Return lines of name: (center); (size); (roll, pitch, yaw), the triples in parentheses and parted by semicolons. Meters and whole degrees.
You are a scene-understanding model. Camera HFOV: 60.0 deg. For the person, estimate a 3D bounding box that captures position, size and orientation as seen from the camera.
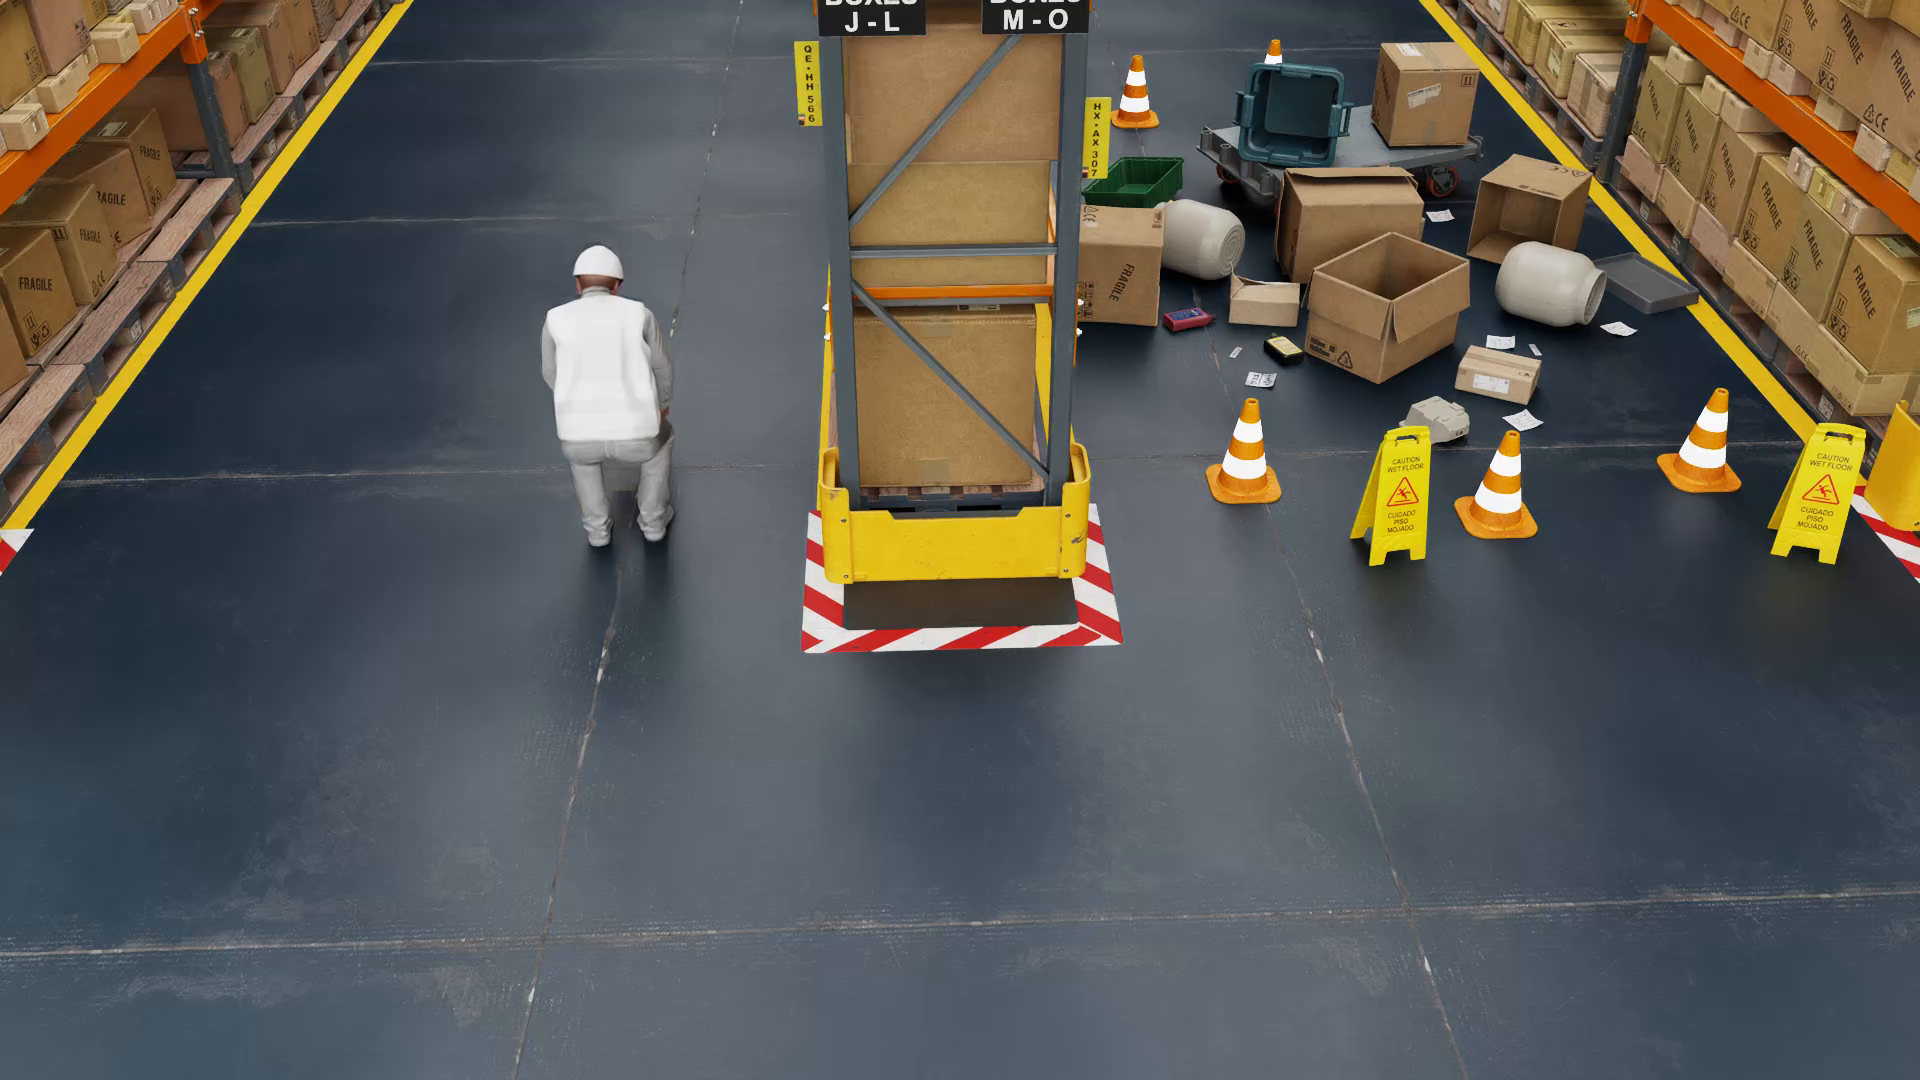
person: (-1.583, -0.606, 7.448); (0.579, 1.249, 0.837); (-2, 35, -2)
